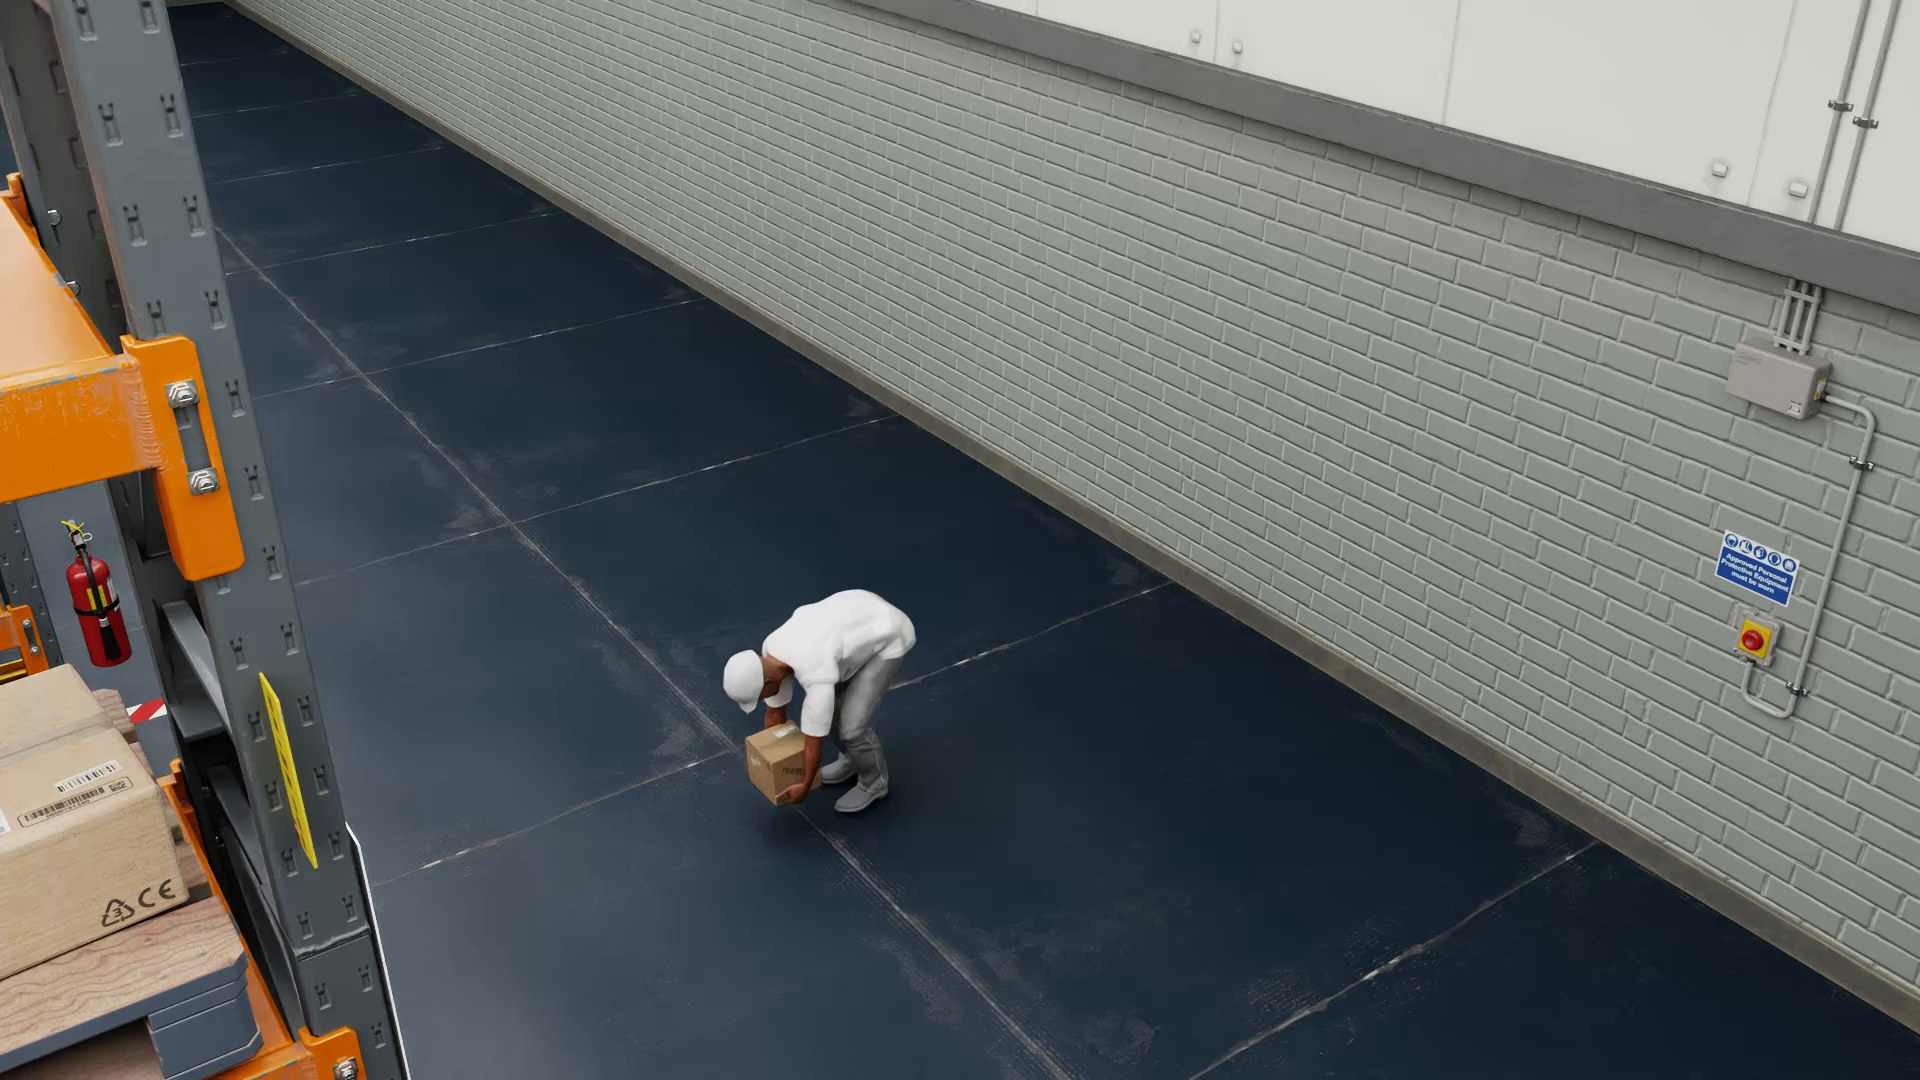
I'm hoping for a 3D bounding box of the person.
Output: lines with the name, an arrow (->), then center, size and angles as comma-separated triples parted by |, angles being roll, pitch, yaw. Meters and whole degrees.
person -> -0.660, 0.812, 7.829 | 0.982, 1.065, 0.490 | -20, 34, -33
